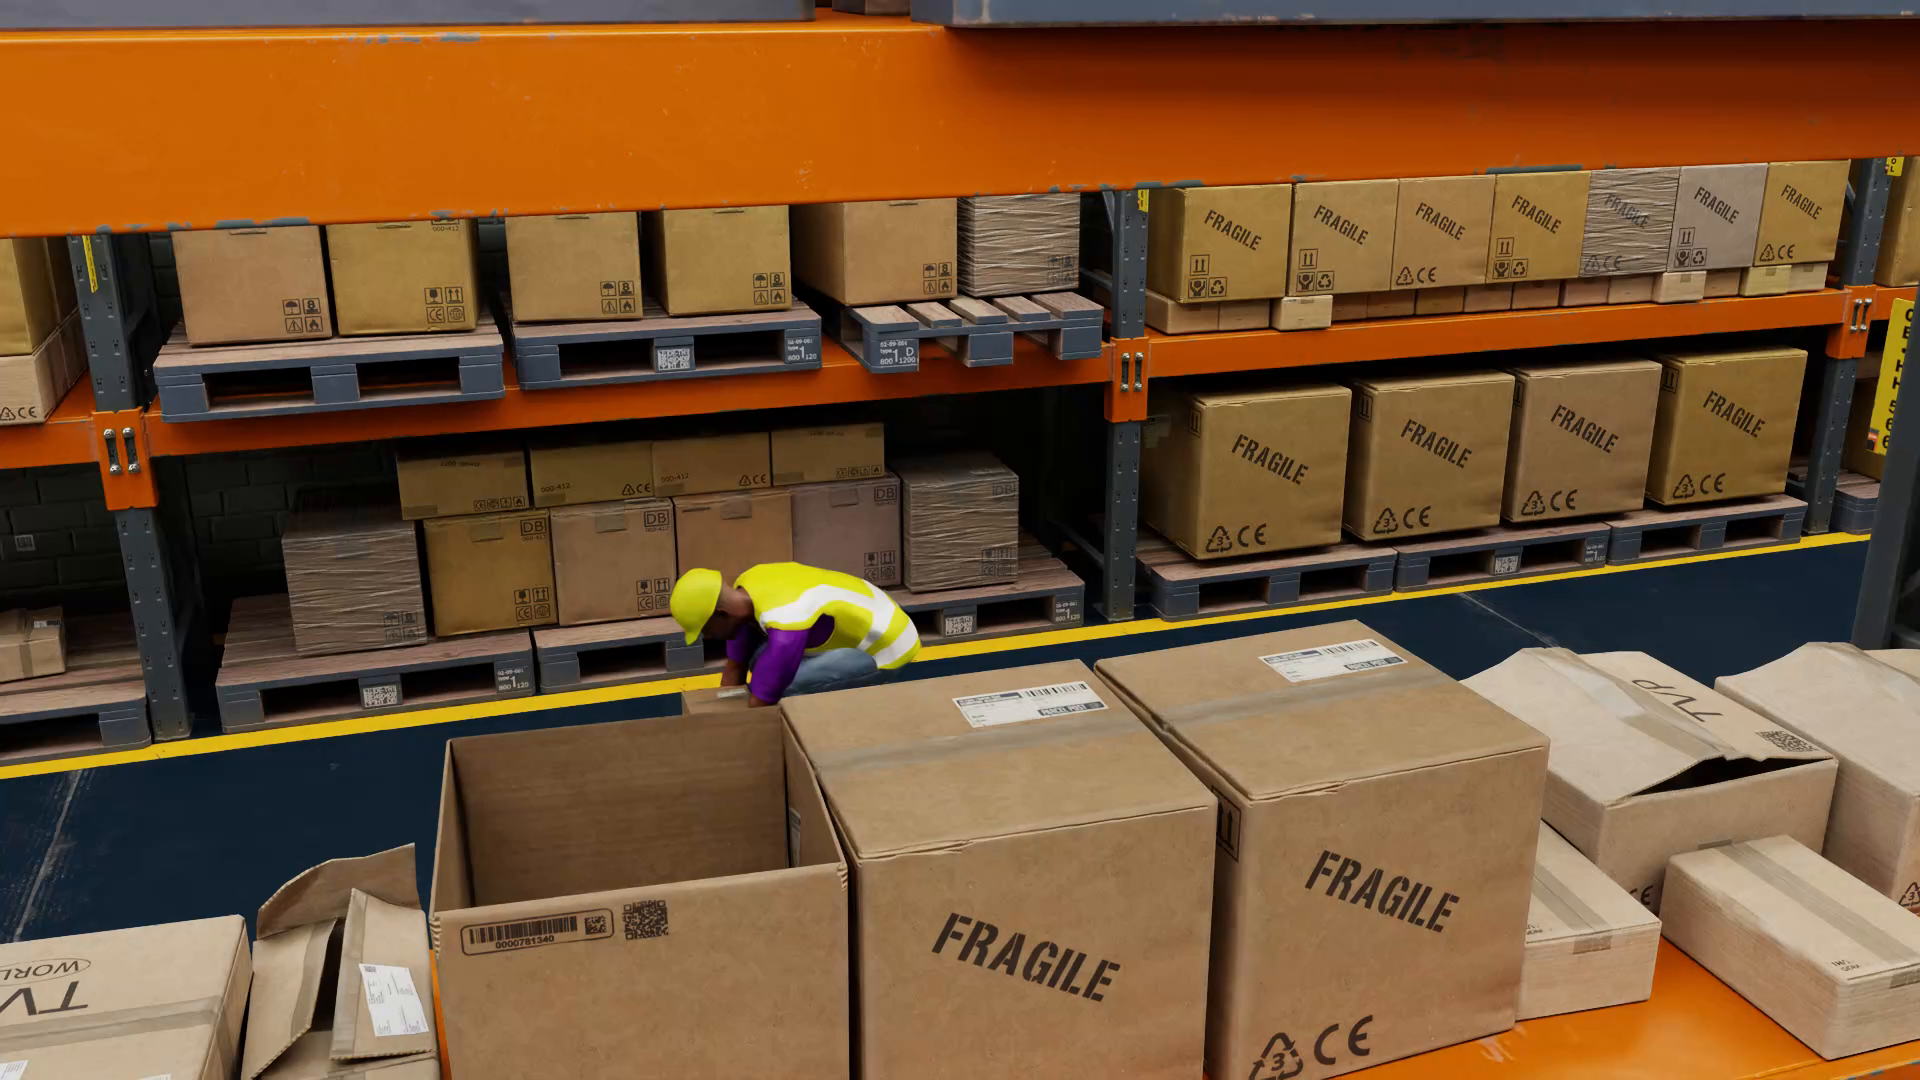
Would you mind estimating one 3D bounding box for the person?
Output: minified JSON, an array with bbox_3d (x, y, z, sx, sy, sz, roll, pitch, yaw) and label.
[{"bbox_3d":[-0.626,0.114,6.118,0.842,1.490,0.476,-7,20,-18],"label":"person"}]
